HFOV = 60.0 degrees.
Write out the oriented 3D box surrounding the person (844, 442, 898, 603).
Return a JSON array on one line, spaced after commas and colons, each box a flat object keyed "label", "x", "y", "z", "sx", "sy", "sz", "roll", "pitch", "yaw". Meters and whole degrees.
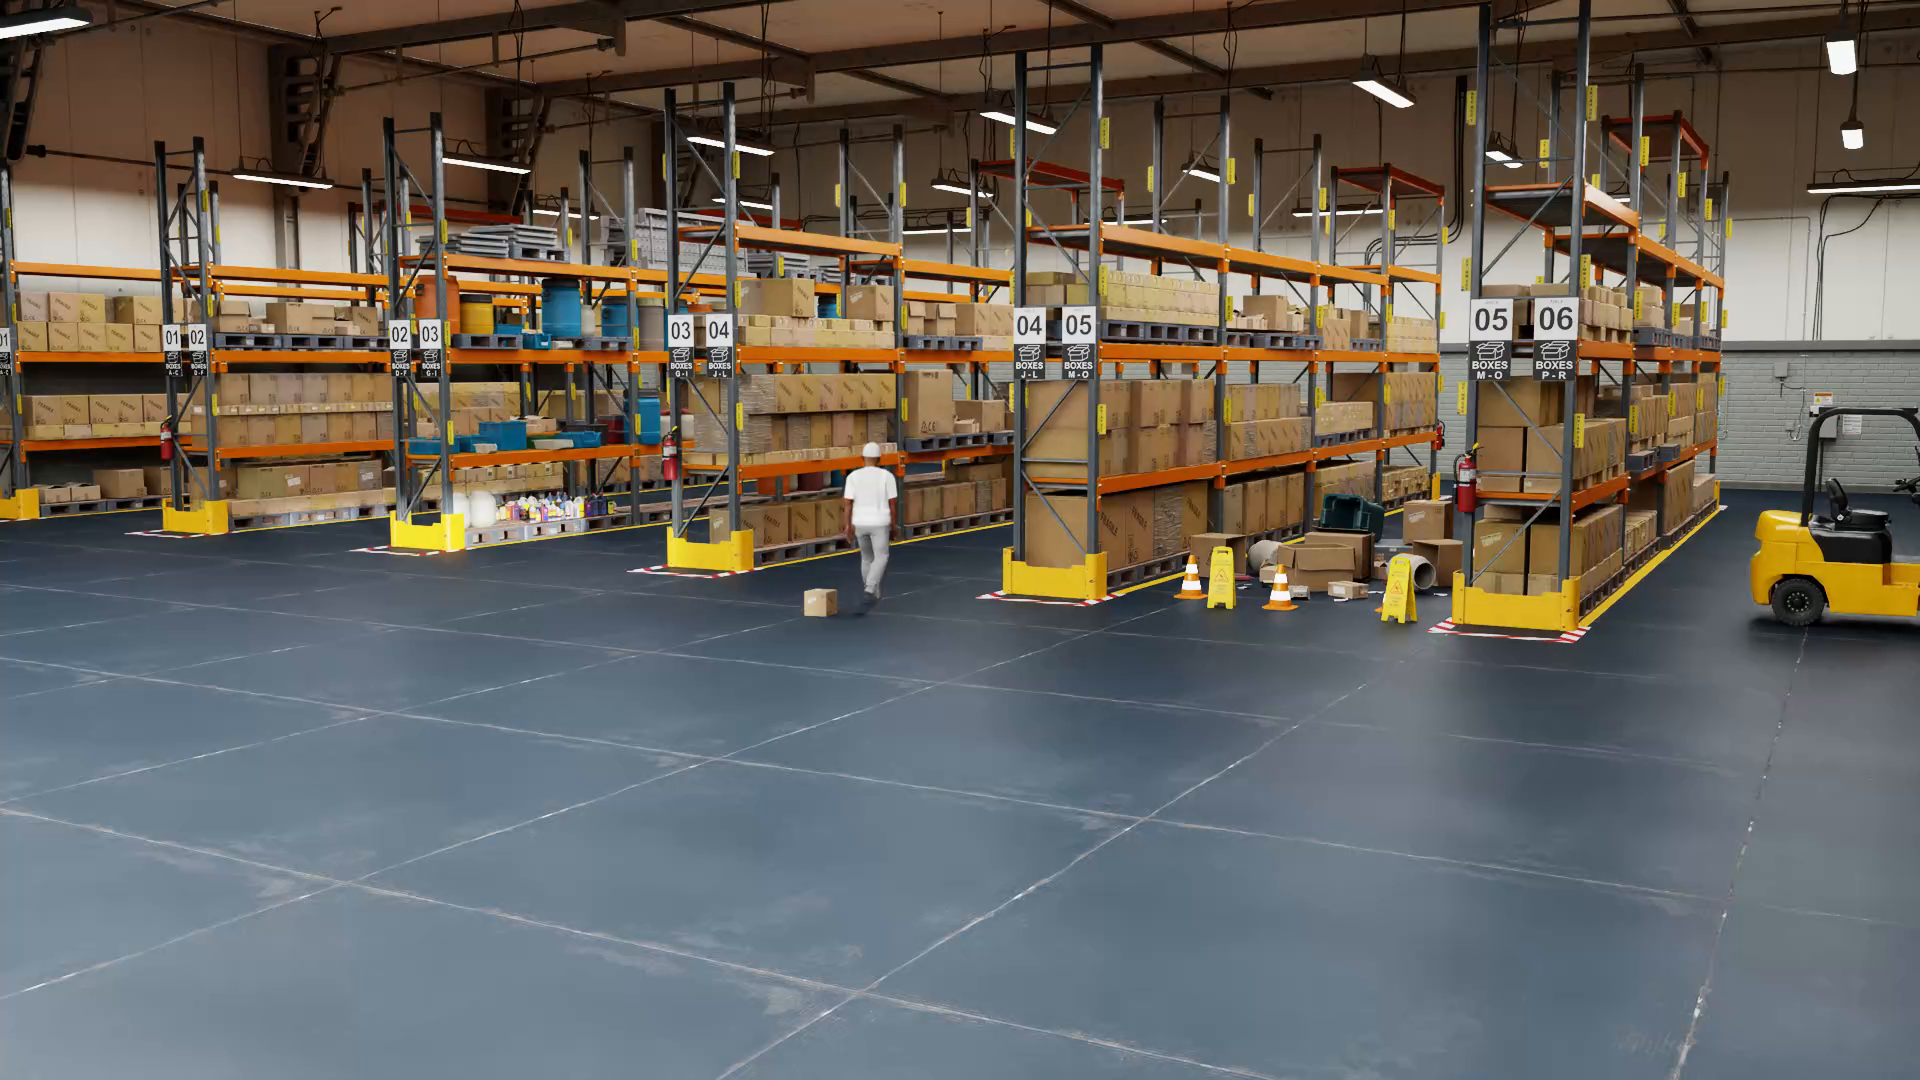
[{"label": "person", "x": -0.941, "y": -0.166, "z": 17.676, "sx": 0.561, "sy": 1.736, "sz": 0.980, "roll": 1, "pitch": 6, "yaw": 11}]
